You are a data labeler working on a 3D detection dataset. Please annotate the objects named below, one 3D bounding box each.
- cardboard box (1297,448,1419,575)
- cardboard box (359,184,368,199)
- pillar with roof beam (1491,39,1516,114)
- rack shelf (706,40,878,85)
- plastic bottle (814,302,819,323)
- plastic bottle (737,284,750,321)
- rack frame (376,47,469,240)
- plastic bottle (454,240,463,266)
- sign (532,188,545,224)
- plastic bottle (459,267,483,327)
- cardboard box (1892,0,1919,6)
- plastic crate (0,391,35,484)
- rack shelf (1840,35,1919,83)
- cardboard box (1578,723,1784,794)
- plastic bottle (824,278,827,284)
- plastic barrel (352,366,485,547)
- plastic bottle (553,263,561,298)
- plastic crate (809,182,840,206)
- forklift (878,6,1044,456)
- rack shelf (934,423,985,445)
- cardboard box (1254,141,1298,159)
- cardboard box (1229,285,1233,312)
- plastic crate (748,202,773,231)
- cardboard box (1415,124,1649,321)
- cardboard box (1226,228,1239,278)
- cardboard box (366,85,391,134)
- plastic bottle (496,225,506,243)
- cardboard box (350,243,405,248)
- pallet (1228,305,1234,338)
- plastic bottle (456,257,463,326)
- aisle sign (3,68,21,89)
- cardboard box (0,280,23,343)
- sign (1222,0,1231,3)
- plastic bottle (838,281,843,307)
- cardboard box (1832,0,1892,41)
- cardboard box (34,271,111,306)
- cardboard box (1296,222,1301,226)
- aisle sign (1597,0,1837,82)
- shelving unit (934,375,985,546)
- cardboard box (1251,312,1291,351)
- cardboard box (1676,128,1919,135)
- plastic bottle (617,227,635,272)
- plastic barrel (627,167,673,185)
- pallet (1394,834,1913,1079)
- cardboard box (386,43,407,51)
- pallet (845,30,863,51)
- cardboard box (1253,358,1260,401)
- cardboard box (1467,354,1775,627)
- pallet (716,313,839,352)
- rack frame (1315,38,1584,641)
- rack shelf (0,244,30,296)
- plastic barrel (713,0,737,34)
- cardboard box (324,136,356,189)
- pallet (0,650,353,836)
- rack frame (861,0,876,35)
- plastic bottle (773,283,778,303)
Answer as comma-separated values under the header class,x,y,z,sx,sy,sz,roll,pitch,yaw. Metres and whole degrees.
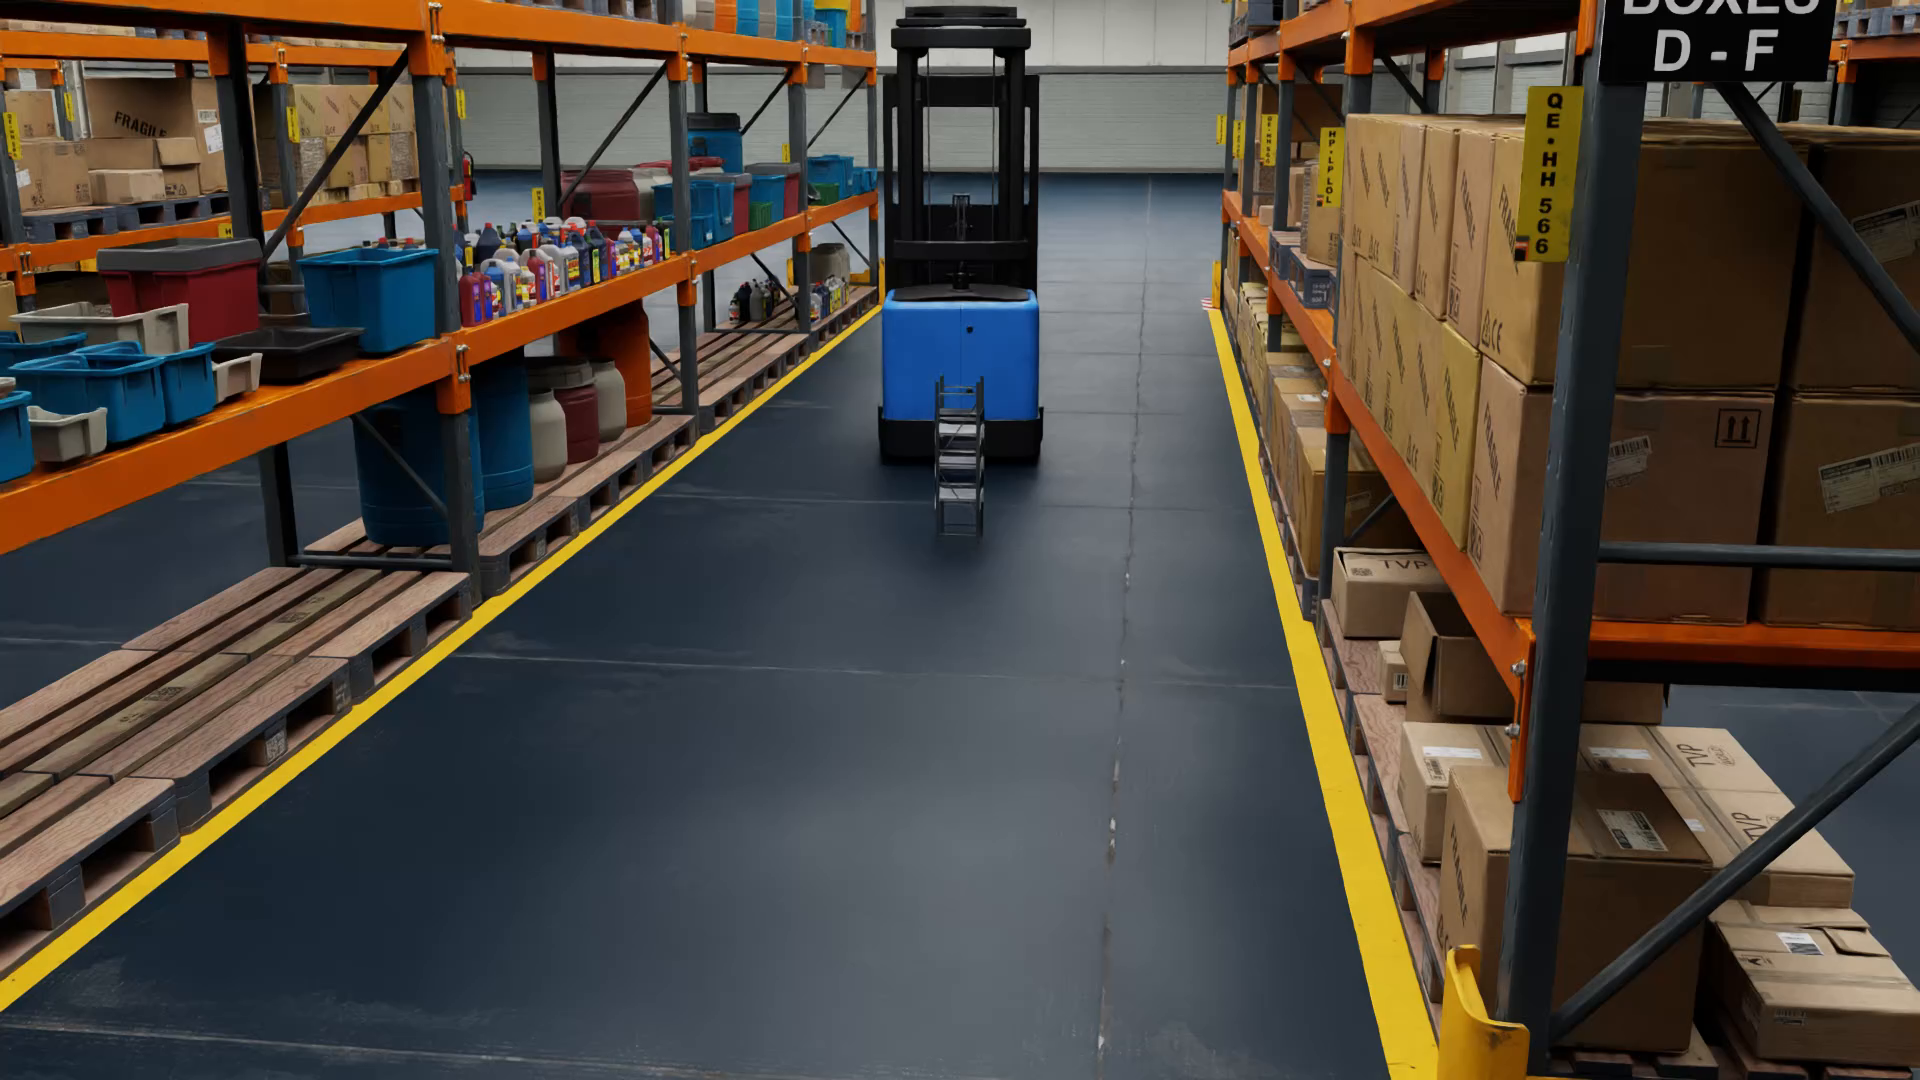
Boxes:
class,x,y,z,sx,sy,sz,roll,pitch,yaw
cardboard box,1.884,-0.137,7.868,0.500,0.500,0.500,2,15,6
cardboard box,-6.387,-3.613,17.259,0.380,0.149,0.250,2,15,6
pillar with roof beam,6.924,-11.447,34.254,9.100,9.000,0.400,2,15,6
rack shelf,-1.679,-4.836,16.932,1.077,0.370,4.000,2,15,6
plastic bottle,-1.411,-2.201,16.072,0.097,0.201,0.097,0,15,0
plastic bottle,-2.119,-2.326,16.249,0.144,0.351,0.185,1,15,5
rack frame,-6.375,-4.400,19.688,1.000,3.000,0.127,2,15,6
plastic bottle,-2.884,-1.576,9.489,0.097,0.271,0.097,0,15,0
sign,-2.904,-2.272,11.507,0.100,0.325,0.005,2,15,6
plastic bottle,-2.342,-1.168,7.959,0.061,0.283,0.133,2,15,6
cardboard box,7.798,-4.484,13.257,0.500,0.500,0.500,4,16,14
plastic crate,-2.830,-0.278,4.648,0.416,0.233,0.300,2,15,6
rack shelf,7.713,-3.507,12.016,1.077,0.370,4.000,2,15,6
cardboard box,2.118,0.765,5.010,0.500,0.250,0.500,2,15,6
plastic bottle,-1.387,-2.604,17.408,0.061,0.283,0.133,2,15,6
plastic barrel,-2.729,-0.472,8.377,0.600,0.901,0.708,2,15,6
plastic bottle,-2.232,-1.424,9.063,0.097,0.201,0.097,0,15,0
plastic crate,-1.471,-3.458,16.610,0.450,0.188,0.662,2,15,6
forklift,0.008,-2.292,12.024,1.130,2.935,3.031,0,15,0
rack shelf,-0.001,-0.574,8.999,0.258,0.077,0.200,2,15,6
cardboard box,2.834,-3.508,14.955,0.380,0.149,0.250,2,15,6
cardboard box,3.015,-2.461,16.980,0.500,0.250,0.500,2,15,6
plastic crate,-1.821,-2.654,13.638,0.450,0.188,0.662,2,15,6
cardboard box,1.549,-0.878,4.554,0.500,0.500,0.500,2,15,8
cardboard box,3.132,-3.082,17.841,0.500,0.500,0.500,2,15,6
cardboard box,-6.366,-4.536,17.513,0.500,0.500,0.500,2,15,6
plastic bottle,-2.865,-1.807,10.322,0.061,0.283,0.133,2,15,6
cardboard box,-6.496,-3.079,18.785,0.500,0.500,0.500,6,16,21
pallet,3.283,-2.246,17.064,1.003,0.211,1.213,2,15,6
plastic bottle,-2.441,-1.210,7.986,0.144,0.351,0.185,2,15,6
aisle sign,-11.582,-5.854,20.086,0.394,0.787,0.004,2,15,6
cardboard box,-7.376,-1.324,11.577,1.225,0.875,0.875,1,15,4
sign,2.917,-6.033,18.155,0.100,0.325,0.005,2,15,6
plastic bottle,-1.297,-2.562,17.265,0.152,0.276,0.135,1,15,5
cardboard box,7.750,-4.570,14.339,0.500,0.500,0.500,2,15,8
cardboard box,-7.182,-2.005,13.341,0.500,0.250,0.500,3,16,13
cardboard box,2.653,-2.244,12.194,0.380,0.149,0.250,3,15,10
aisle sign,1.350,-1.204,2.887,0.394,0.787,0.004,2,15,6
shelving unit,-0.001,-0.432,9.037,0.258,0.900,0.210,2,15,6
cardboard box,2.491,-1.587,12.675,0.500,0.311,0.500,2,15,6
cardboard box,2.026,-0.732,4.014,0.500,0.500,0.500,2,15,7
plastic bottle,-2.079,-1.809,10.354,0.097,0.271,0.097,0,15,0
plastic barrel,-2.405,-2.616,12.874,0.421,0.512,0.421,0,15,0
pallet,1.760,1.162,4.460,1.003,0.211,1.213,2,15,6
cardboard box,-6.297,-5.381,17.856,0.500,0.250,0.500,2,15,7
pallet,-1.644,-5.399,17.998,1.003,0.211,1.213,2,15,6
cardboard box,2.437,-1.185,12.262,0.500,0.250,0.500,2,15,6
cardboard box,1.442,-0.130,3.705,0.500,0.500,0.500,2,15,8
pallet,-1.788,-2.044,16.315,1.003,0.211,1.213,2,15,6
rack frame,2.114,-0.995,7.095,1.000,3.000,0.127,2,15,6
rack shelf,-7.503,-1.459,10.190,1.077,0.370,4.000,2,15,6
plastic barrel,-1.974,-4.211,12.419,0.600,0.830,0.708,2,15,6
cardboard box,-6.623,-3.798,16.700,0.875,0.500,0.500,2,15,6
pallet,-2.987,0.713,6.119,1.003,0.211,1.213,2,15,6
rack frame,-1.454,-7.150,18.365,1.000,3.000,0.127,2,15,6
plastic bottle,-1.980,-2.628,17.652,0.097,0.201,0.097,0,15,0
